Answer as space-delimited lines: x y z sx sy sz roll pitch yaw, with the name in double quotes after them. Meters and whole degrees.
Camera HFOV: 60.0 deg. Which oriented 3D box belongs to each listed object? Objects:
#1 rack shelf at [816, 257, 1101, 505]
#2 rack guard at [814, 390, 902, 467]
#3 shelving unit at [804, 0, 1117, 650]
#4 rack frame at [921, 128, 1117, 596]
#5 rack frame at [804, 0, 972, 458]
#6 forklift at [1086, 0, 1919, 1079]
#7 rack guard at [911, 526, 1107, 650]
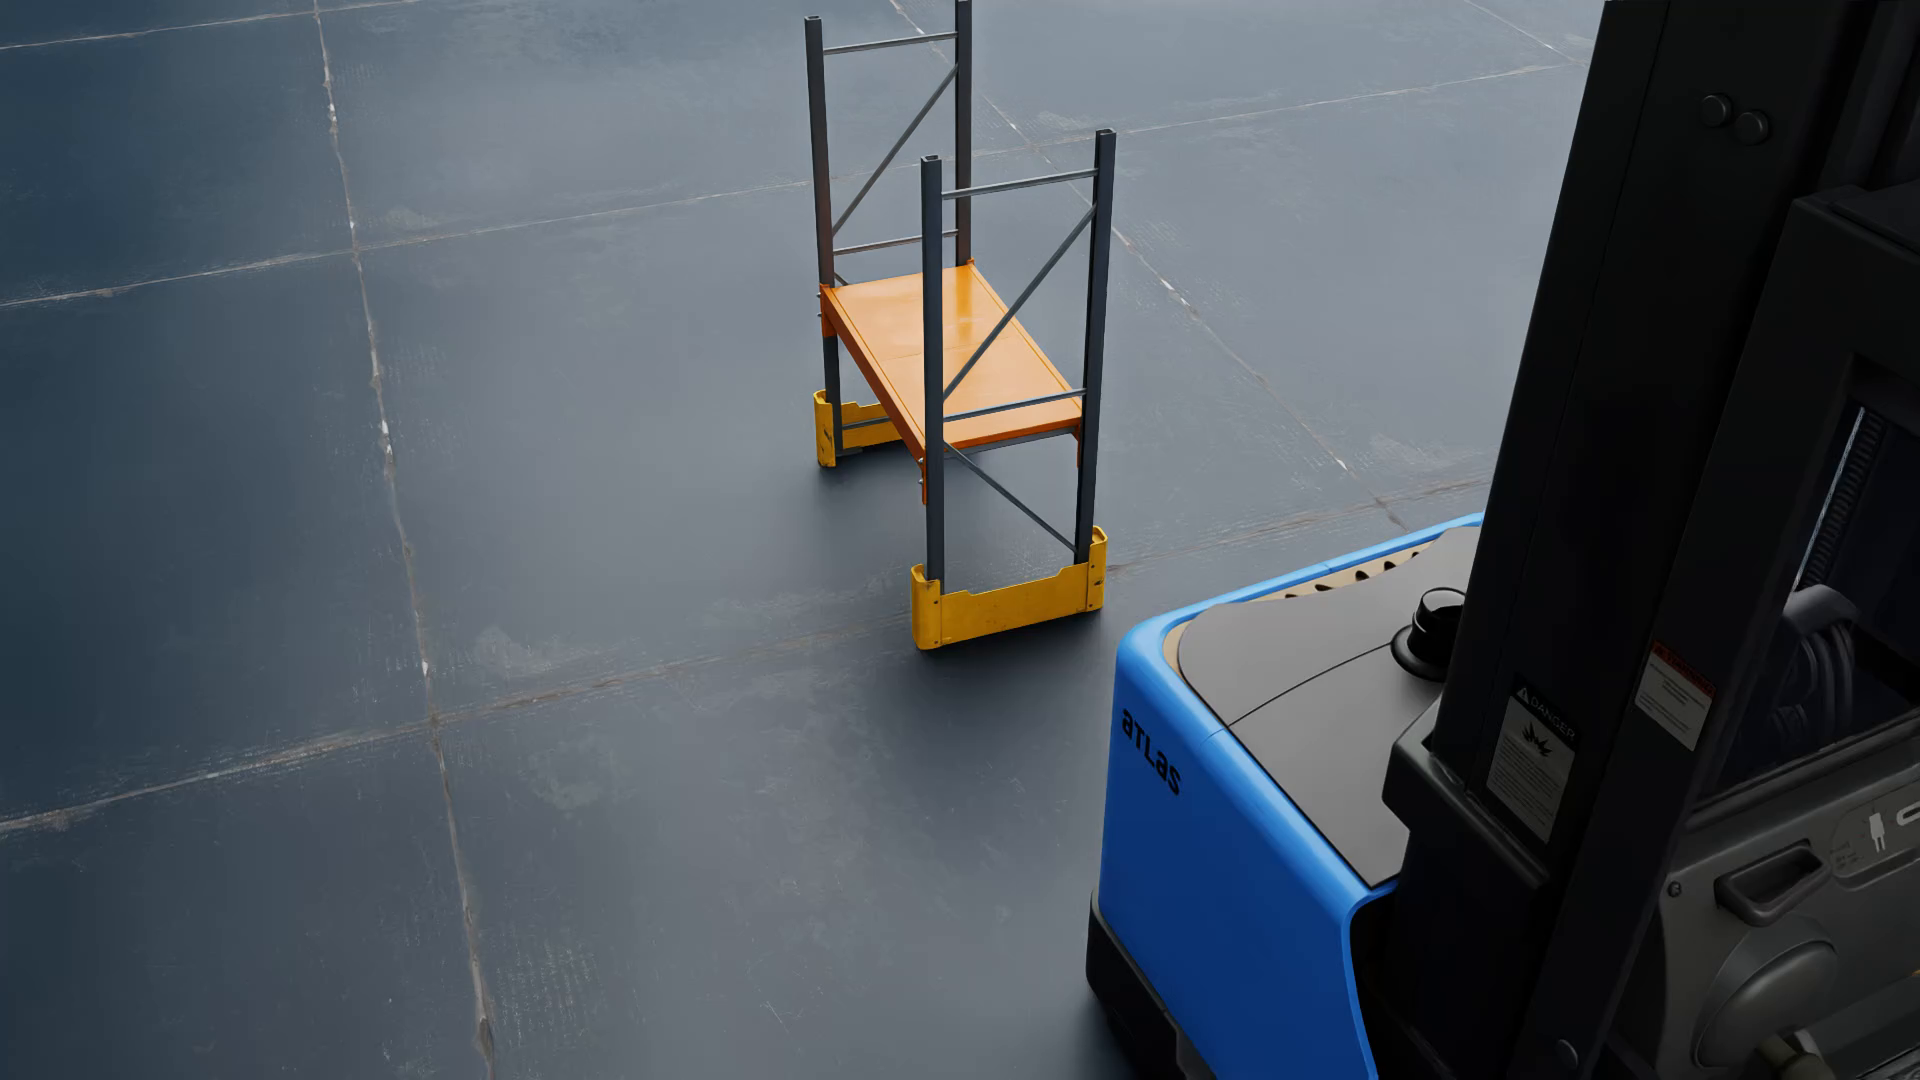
-0.029 -0.504 4.971 0.538 0.185 1.000 -12 39 -16 "rack shelf"
-0.198 -0.424 5.605 0.587 0.250 0.087 -12 39 -16 "rack guard"
-0.026 -0.642 4.856 0.587 1.500 1.083 -12 39 -16 "shelving unit"
0.146 -0.360 4.481 0.500 1.500 0.032 -12 39 -16 "rack frame"
-0.204 -0.934 5.244 0.500 1.500 0.032 -12 39 -16 "rack frame"
1.387 0.529 2.112 1.130 2.935 3.031 -16 40 -20 "forklift"
0.145 0.138 4.858 0.587 0.250 0.087 -12 39 -16 "rack guard"
